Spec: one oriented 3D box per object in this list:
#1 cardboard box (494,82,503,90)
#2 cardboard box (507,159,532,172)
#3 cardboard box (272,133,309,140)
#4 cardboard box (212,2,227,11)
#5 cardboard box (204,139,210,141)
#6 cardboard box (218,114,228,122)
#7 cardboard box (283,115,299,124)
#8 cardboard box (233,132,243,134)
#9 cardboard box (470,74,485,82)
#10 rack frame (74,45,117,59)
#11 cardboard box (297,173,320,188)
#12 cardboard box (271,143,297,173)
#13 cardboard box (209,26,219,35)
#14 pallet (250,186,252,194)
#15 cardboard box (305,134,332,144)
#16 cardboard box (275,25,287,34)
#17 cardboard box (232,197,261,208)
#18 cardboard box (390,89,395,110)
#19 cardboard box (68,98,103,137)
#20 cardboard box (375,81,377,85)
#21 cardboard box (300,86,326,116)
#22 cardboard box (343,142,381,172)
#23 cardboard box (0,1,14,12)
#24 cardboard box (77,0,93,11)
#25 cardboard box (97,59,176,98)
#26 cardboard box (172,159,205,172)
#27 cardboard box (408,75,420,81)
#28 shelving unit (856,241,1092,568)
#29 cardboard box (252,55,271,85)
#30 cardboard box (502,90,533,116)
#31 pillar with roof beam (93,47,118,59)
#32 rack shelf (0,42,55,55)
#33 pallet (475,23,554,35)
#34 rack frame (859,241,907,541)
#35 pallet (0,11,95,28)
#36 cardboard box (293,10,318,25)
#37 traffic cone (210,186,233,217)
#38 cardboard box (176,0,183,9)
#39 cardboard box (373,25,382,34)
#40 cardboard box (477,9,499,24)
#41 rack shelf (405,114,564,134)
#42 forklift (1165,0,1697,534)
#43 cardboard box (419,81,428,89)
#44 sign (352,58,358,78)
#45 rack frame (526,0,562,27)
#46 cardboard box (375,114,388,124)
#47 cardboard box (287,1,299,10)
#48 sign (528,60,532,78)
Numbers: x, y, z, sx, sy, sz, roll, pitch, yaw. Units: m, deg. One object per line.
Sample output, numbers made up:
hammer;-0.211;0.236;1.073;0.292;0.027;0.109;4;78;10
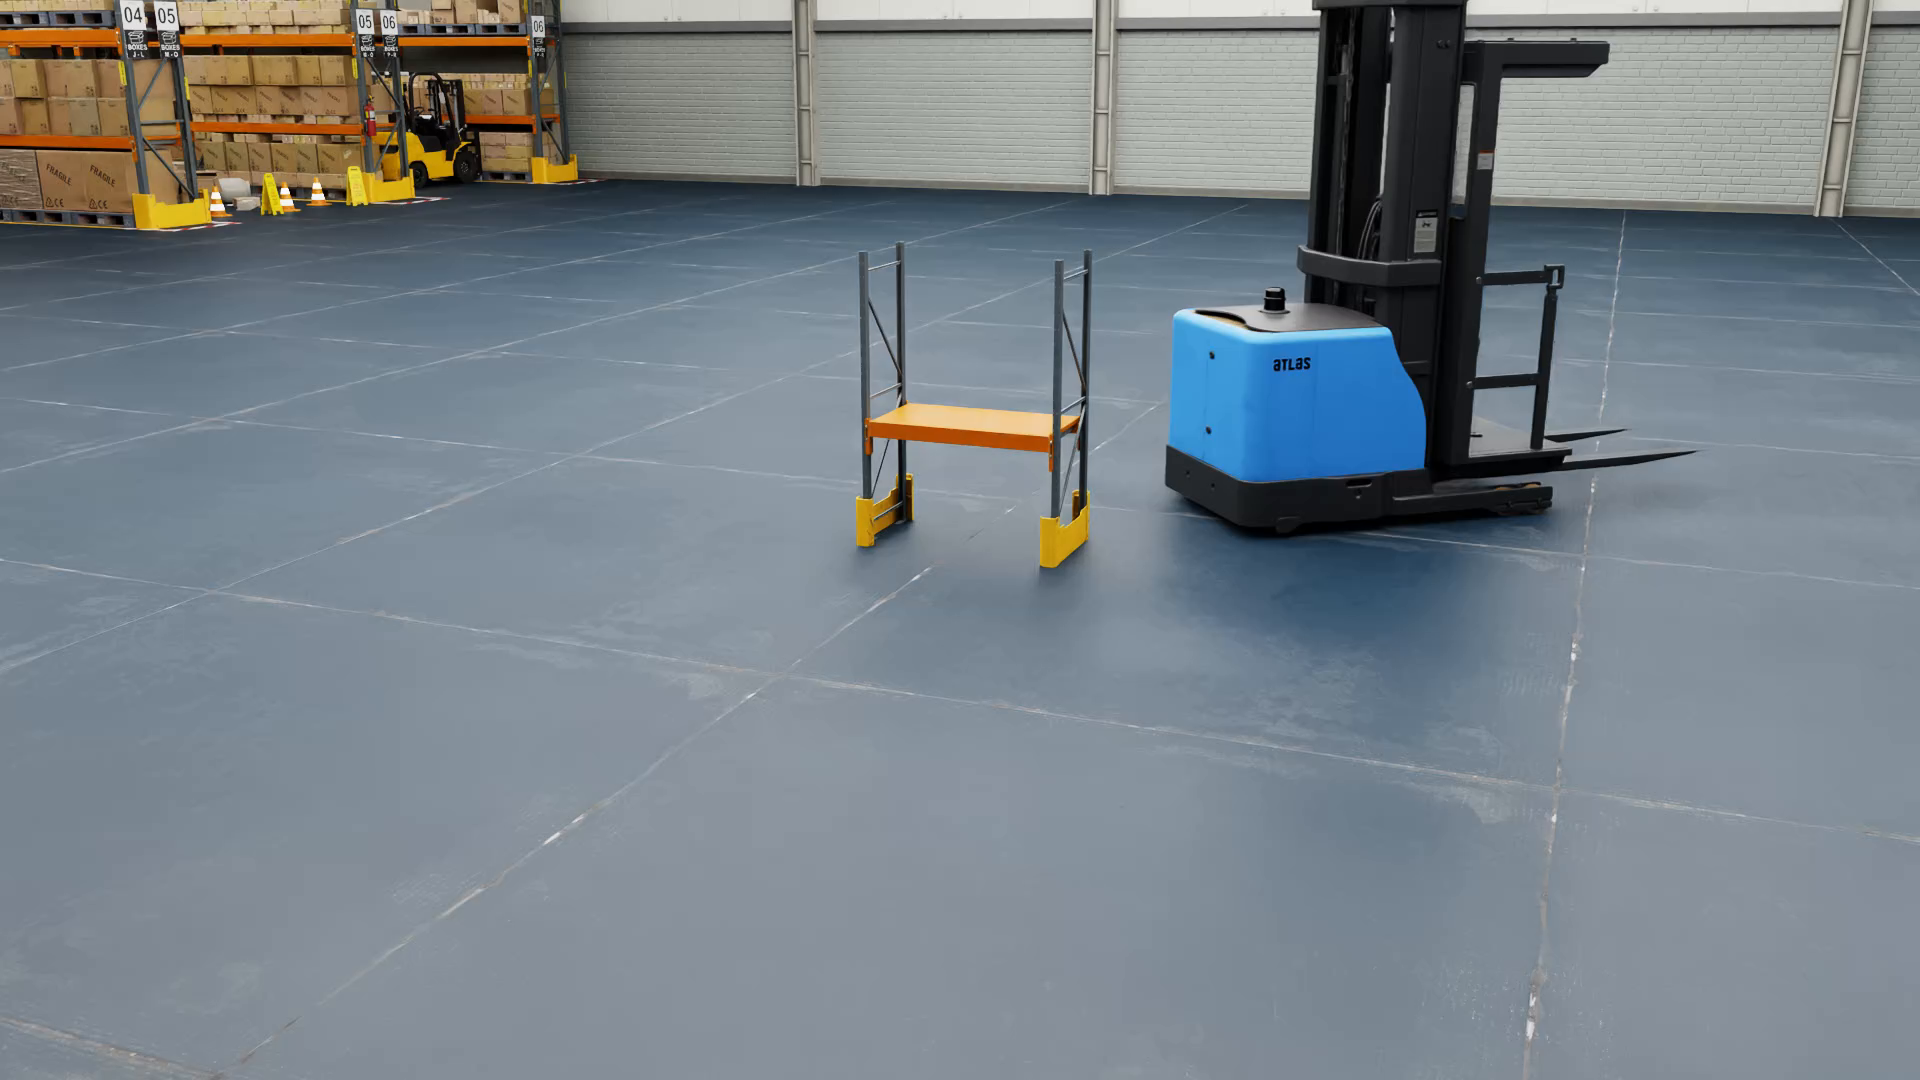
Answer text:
cardboard box;-9.132;-9.118;33.358;0.250;0.149;0.380;7;17;22
cardboard box;-8.792;-7.582;33.589;0.500;0.250;0.500;6;17;21
cardboard box;-14.495;-8.482;36.017;0.625;0.625;0.875;7;18;22
cardboard box;-12.875;-9.360;29.174;0.250;0.149;0.380;6;17;20
cardboard box;-16.153;-8.542;36.446;0.500;0.500;0.500;7;18;22
cardboard box;-13.090;-7.588;29.883;0.250;0.149;0.380;6;17;20
cardboard box;-11.699;-7.422;29.309;0.250;0.149;0.380;6;17;20
cardboard box;-16.052;-9.000;36.861;0.250;0.149;0.380;7;18;23
cardboard box;-9.631;-9.298;33.447;0.250;0.149;0.380;7;18;22
rack frame;-19.402;-9.962;37.609;0.127;3.000;1.000;6;17;21
cardboard box;-11.386;-6.396;29.504;0.500;0.250;0.500;6;17;21
cardboard box;-11.851;-6.808;29.579;0.500;0.500;0.500;6;17;19
cardboard box;-13.084;-9.042;29.511;0.250;0.149;0.380;6;17;21
pallet;-13.140;-6.457;30.538;1.213;0.211;1.003;6;17;21
cardboard box;-11.264;-7.034;29.193;0.250;0.149;0.380;7;18;22
cardboard box;-11.672;-8.869;28.914;0.250;0.149;0.380;6;17;19
cardboard box;-12.016;-5.688;27.999;0.380;0.149;0.250;-12;20;-37
cardboard box;-11.643;-9.079;34.386;0.500;0.500;0.500;6;17;19
cardboard box;-12.660;-6.302;24.731;0.550;0.550;0.875;6;17;21
cardboard box;-12.359;-9.481;34.608;0.250;0.149;0.380;7;18;23
cardboard box;-11.127;-7.674;29.015;0.500;0.500;0.500;6;17;21
cardboard box;-10.728;-6.845;29.704;0.500;0.500;0.500;6;17;19
cardboard box;-13.871;-7.850;24.473;0.250;0.149;0.380;7;17;21
cardboard box;-12.447;-7.694;23.935;0.250;0.149;0.380;6;17;21
cardboard box;-12.110;-6.791;24.481;0.550;0.550;0.875;6;17;21
cardboard box;-14.266;-6.849;30.845;0.625;0.372;0.950;7;17;21
cardboard box;-11.053;-9.456;33.991;0.250;0.149;0.380;7;17;22
shelving unit;0.071;-0.712;8.438;1.083;1.500;0.587;6;17;21
cardboard box;-12.005;-8.280;29.308;0.500;0.500;0.700;6;17;20
cardboard box;-8.793;-8.765;33.305;0.500;0.500;0.500;6;17;19
pillar with roof beam;-21.298;-12.032;33.977;0.400;9.000;9.100;6;17;21
rack shelf;-19.359;-9.565;32.151;4.000;0.370;1.077;6;17;21
pallet;-8.887;-10.212;33.247;1.213;0.211;1.003;6;17;21
rack frame;-0.394;-0.764;8.614;0.032;1.500;0.500;6;17;21
pallet;-13.612;-7.748;24.762;1.213;0.211;1.003;6;17;21
cardboard box;-11.094;-8.996;28.636;0.500;0.250;0.500;6;17;20
traffic cone;-11.752;-5.357;26.296;0.334;0.463;0.336;6;17;21
cardboard box;-14.364;-9.693;29.919;0.500;0.250;0.500;7;17;22
cardboard box;-10.246;-8.885;28.969;0.250;0.149;0.380;6;17;21
cardboard box;-9.357;-10.392;33.019;0.258;0.266;0.396;6;17;21
rack shelf;-10.099;-8.594;34.186;4.000;0.370;1.077;6;17;21
forklift;2.744;-1.667;9.157;3.031;2.935;1.130;-5;17;-18
cardboard box;-10.820;-9.285;33.935;0.250;0.149;0.380;6;17;20
sign;-10.279;-8.013;28.251;0.005;0.325;0.100;6;17;21
rack frame;-8.239;-11.616;32.544;0.127;3.000;1.000;6;17;21
cardboard box;-10.297;-7.415;29.284;0.250;0.149;0.380;6;17;21
cardboard box;-11.392;-9.232;28.733;0.250;0.149;0.380;6;17;21
sign;-8.451;-9.265;32.706;0.005;0.325;0.100;6;17;21
